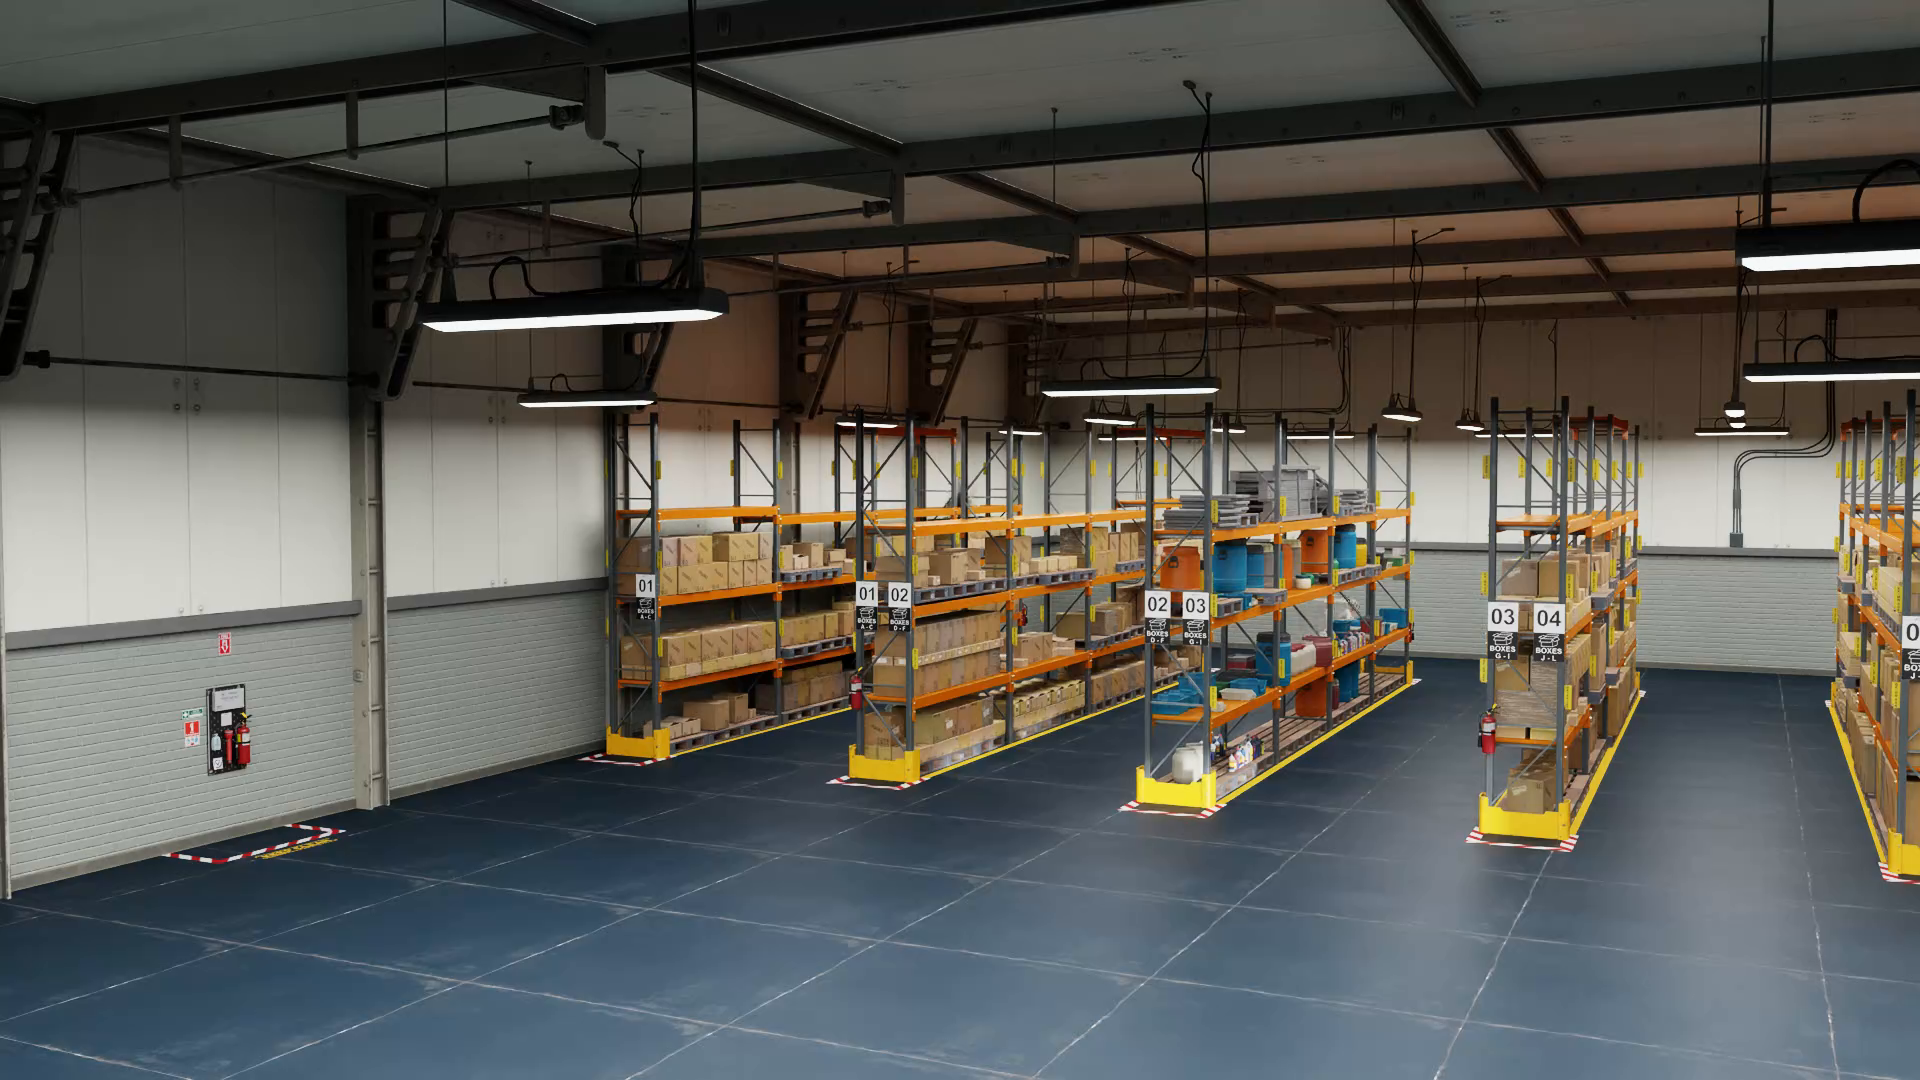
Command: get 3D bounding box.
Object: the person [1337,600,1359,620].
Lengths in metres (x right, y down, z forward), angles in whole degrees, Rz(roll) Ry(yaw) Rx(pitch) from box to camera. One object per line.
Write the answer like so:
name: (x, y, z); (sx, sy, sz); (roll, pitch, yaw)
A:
person: (9.828, 2.370, 42.165); (0.641, 1.732, 0.757); (-2, 3, -38)

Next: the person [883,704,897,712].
person: (-1.409, 2.806, 33.573); (0.520, 1.536, 0.774); (1, 3, 20)
